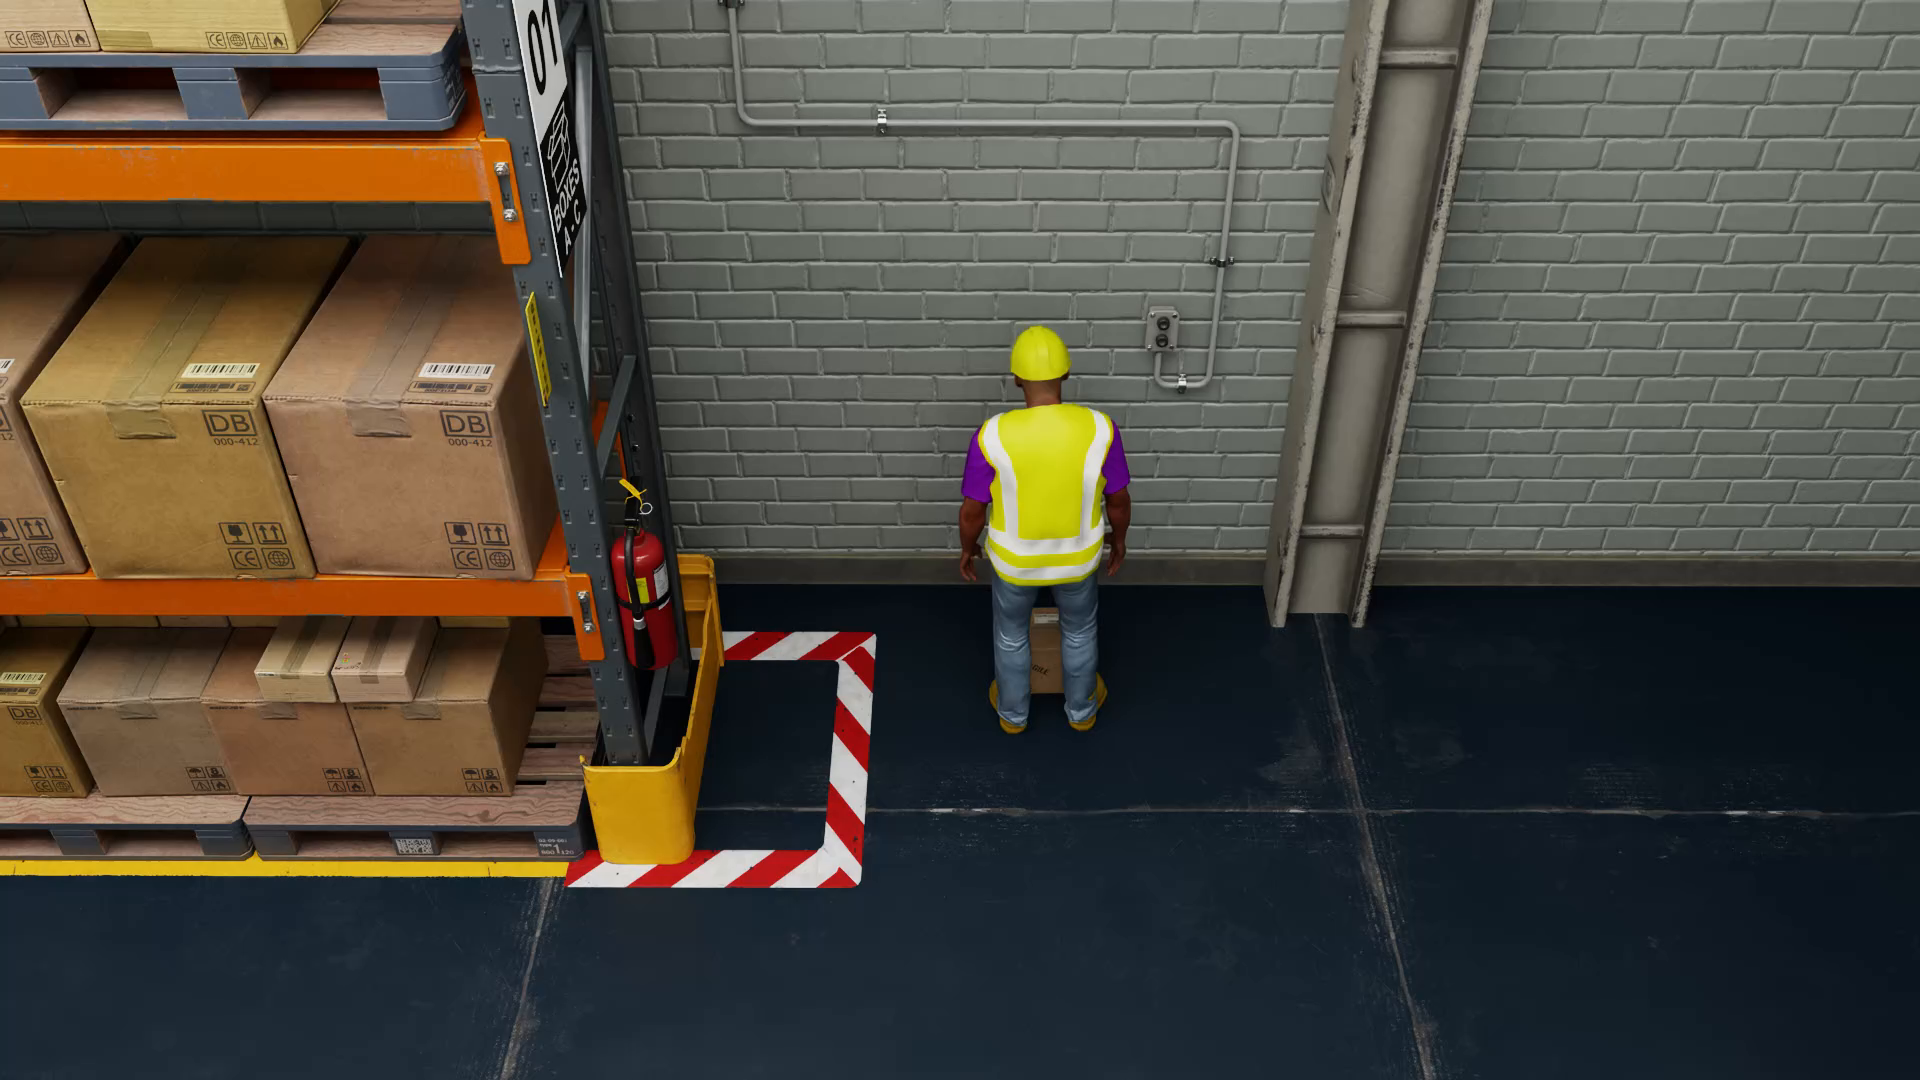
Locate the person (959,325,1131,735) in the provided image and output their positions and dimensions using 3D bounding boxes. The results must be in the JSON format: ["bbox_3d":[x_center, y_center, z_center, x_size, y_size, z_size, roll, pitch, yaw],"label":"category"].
[{"bbox_3d":[0.306,0.012,6.127,0.629,1.759,0.460,-2,39,-3],"label":"person"}]
